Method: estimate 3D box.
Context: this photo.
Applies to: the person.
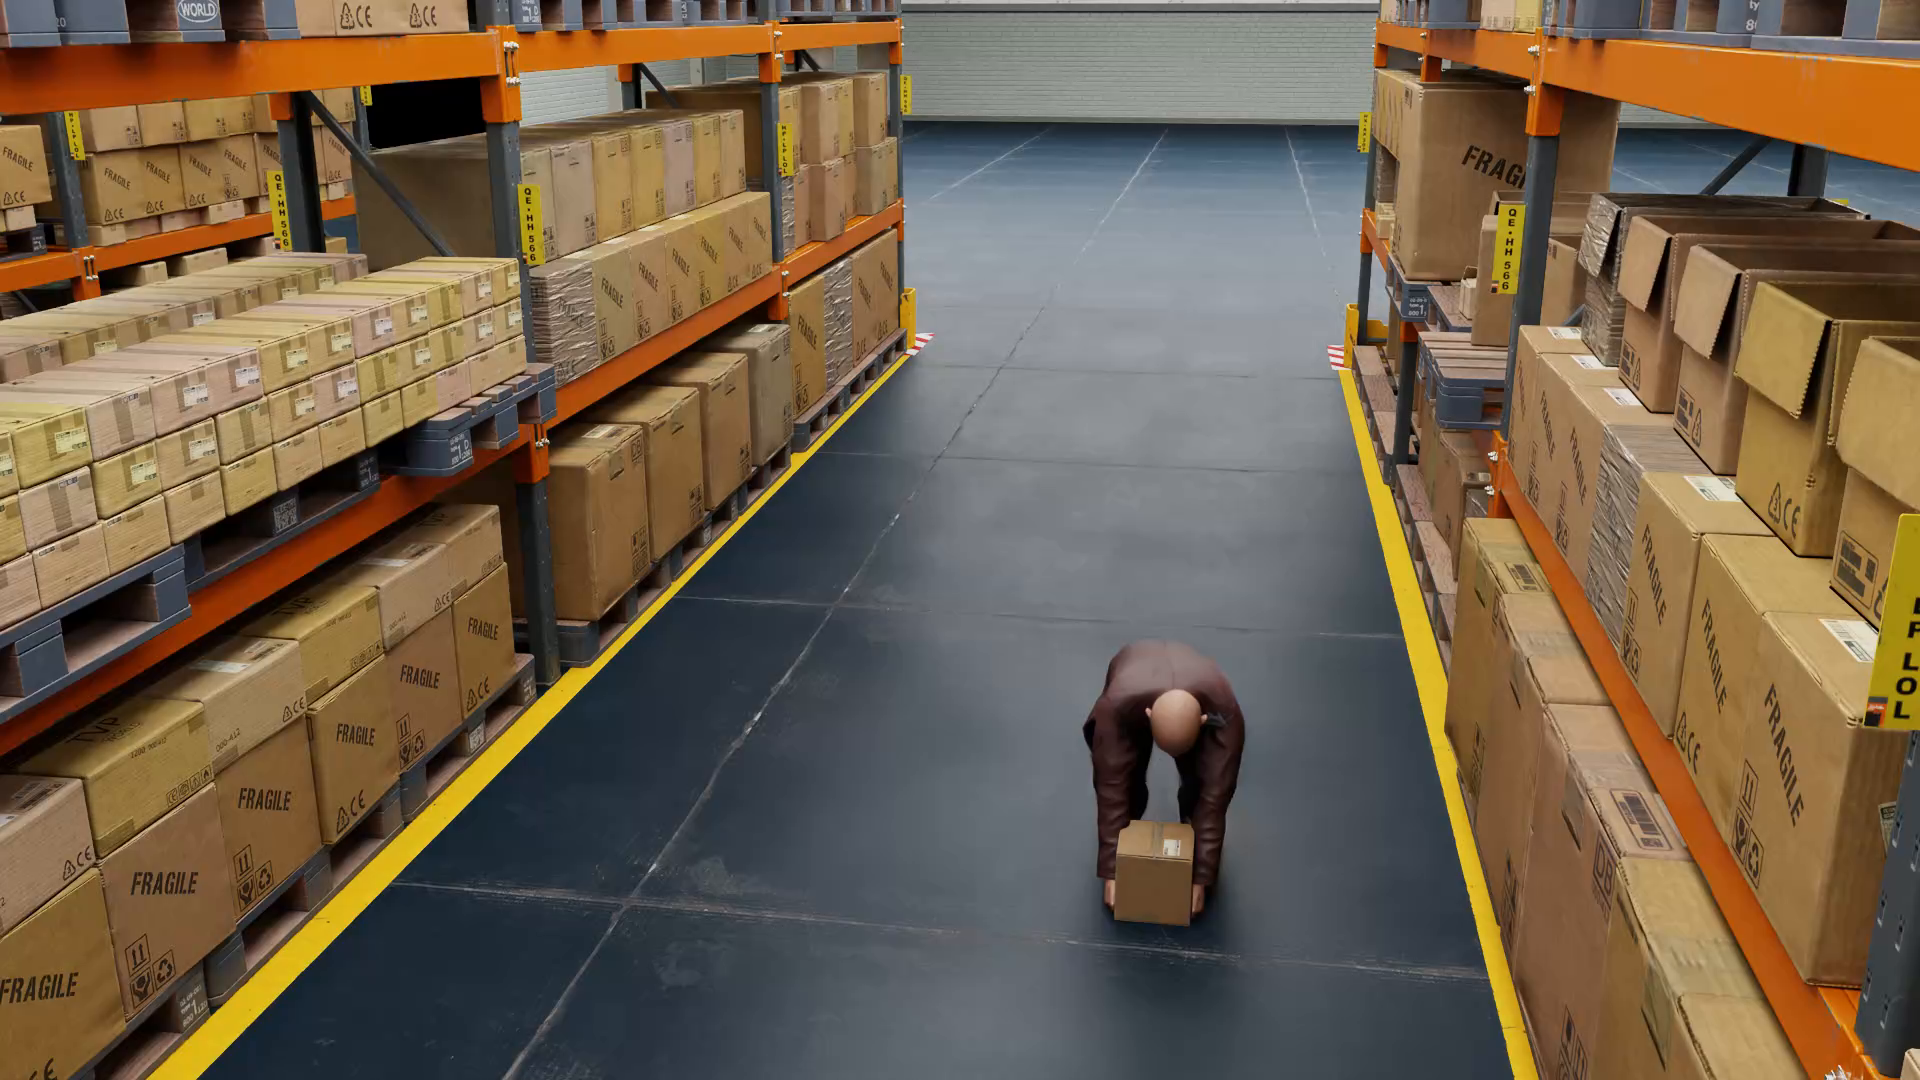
[{"bbox_3d":[0.712,0.768,5.842,0.577,0.806,0.945,2,18,8],"label":"person"}]
